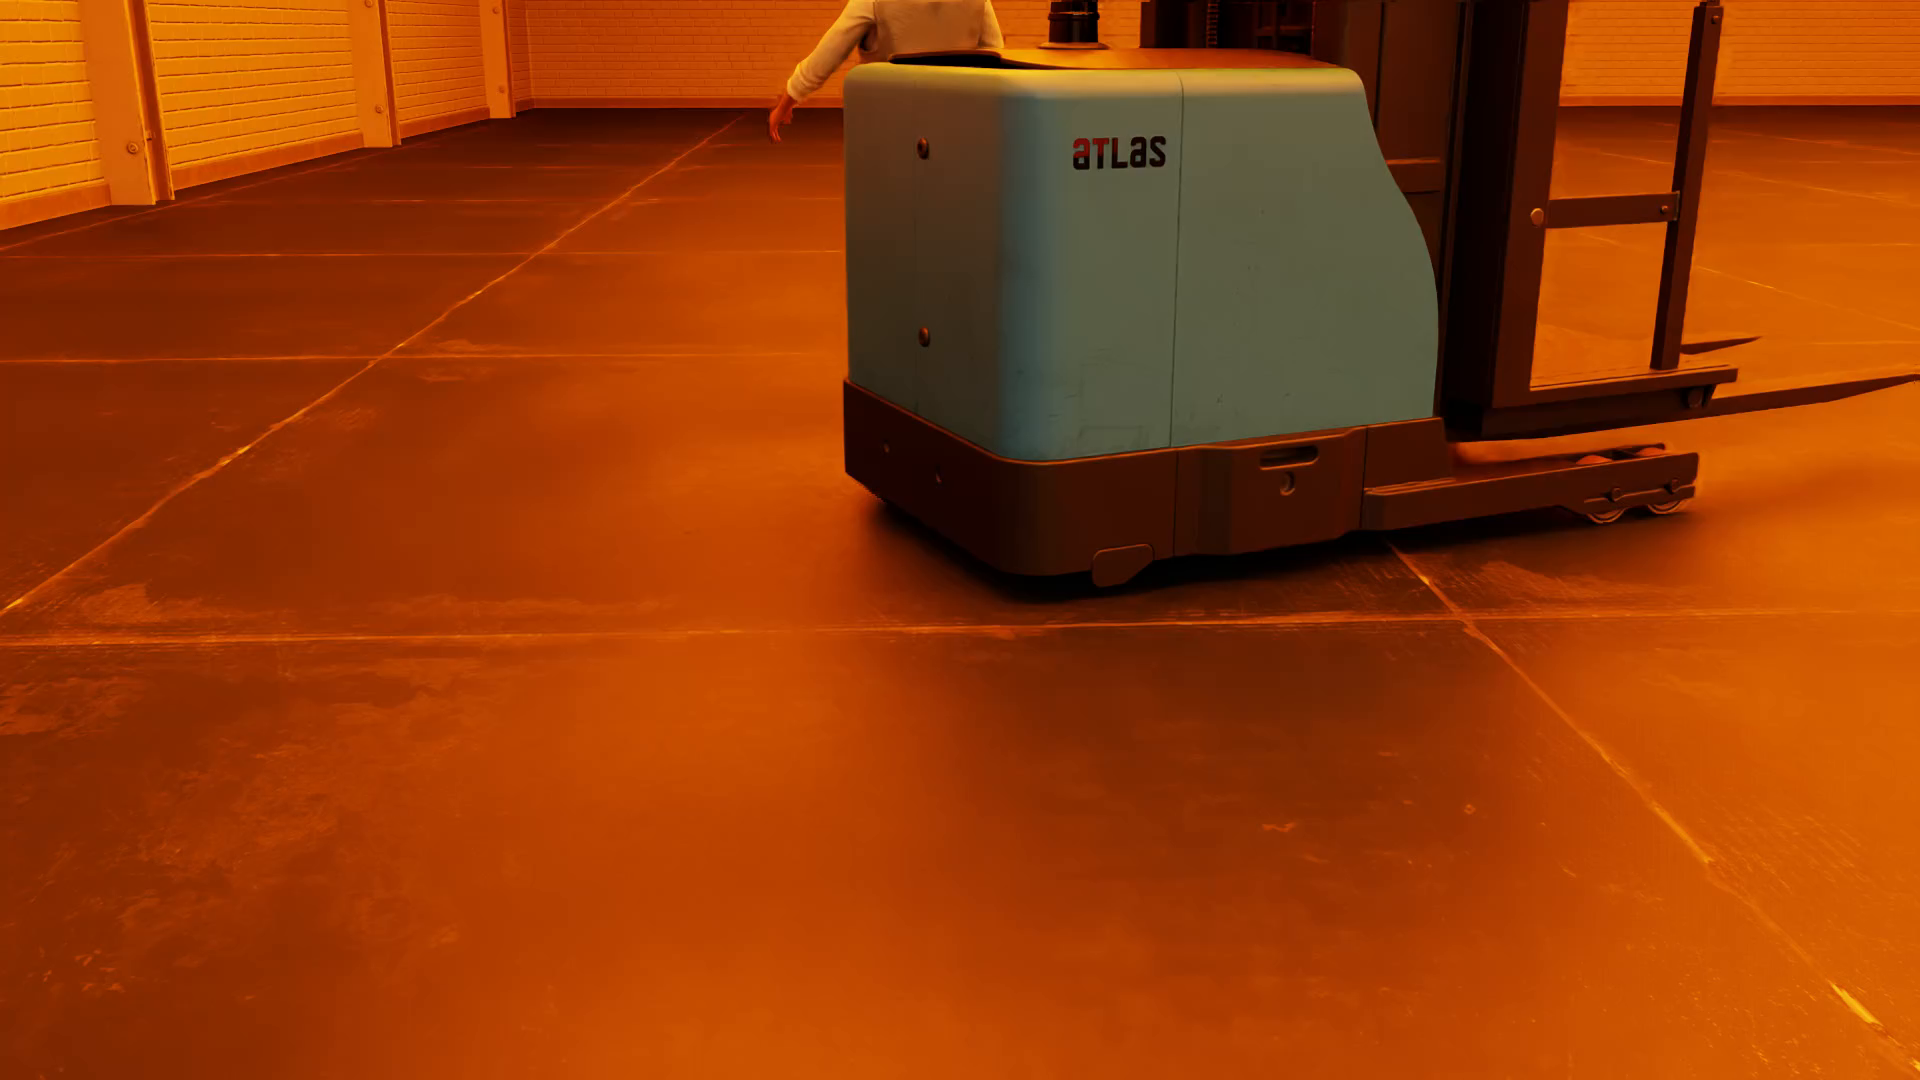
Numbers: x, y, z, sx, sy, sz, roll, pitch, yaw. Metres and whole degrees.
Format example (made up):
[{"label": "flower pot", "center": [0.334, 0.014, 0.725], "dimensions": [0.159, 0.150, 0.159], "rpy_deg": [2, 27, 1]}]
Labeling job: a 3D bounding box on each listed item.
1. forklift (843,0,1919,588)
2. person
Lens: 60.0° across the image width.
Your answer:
[{"label": "forklift", "center": [1.266, -1.572, 4.047], "dimensions": [3.031, 2.935, 1.130], "rpy_deg": [-8, 19, -24]}, {"label": "person", "center": [-0.096, -1.000, 4.720], "dimensions": [0.698, 1.604, 0.800], "rpy_deg": [-10, 20, -29]}]
